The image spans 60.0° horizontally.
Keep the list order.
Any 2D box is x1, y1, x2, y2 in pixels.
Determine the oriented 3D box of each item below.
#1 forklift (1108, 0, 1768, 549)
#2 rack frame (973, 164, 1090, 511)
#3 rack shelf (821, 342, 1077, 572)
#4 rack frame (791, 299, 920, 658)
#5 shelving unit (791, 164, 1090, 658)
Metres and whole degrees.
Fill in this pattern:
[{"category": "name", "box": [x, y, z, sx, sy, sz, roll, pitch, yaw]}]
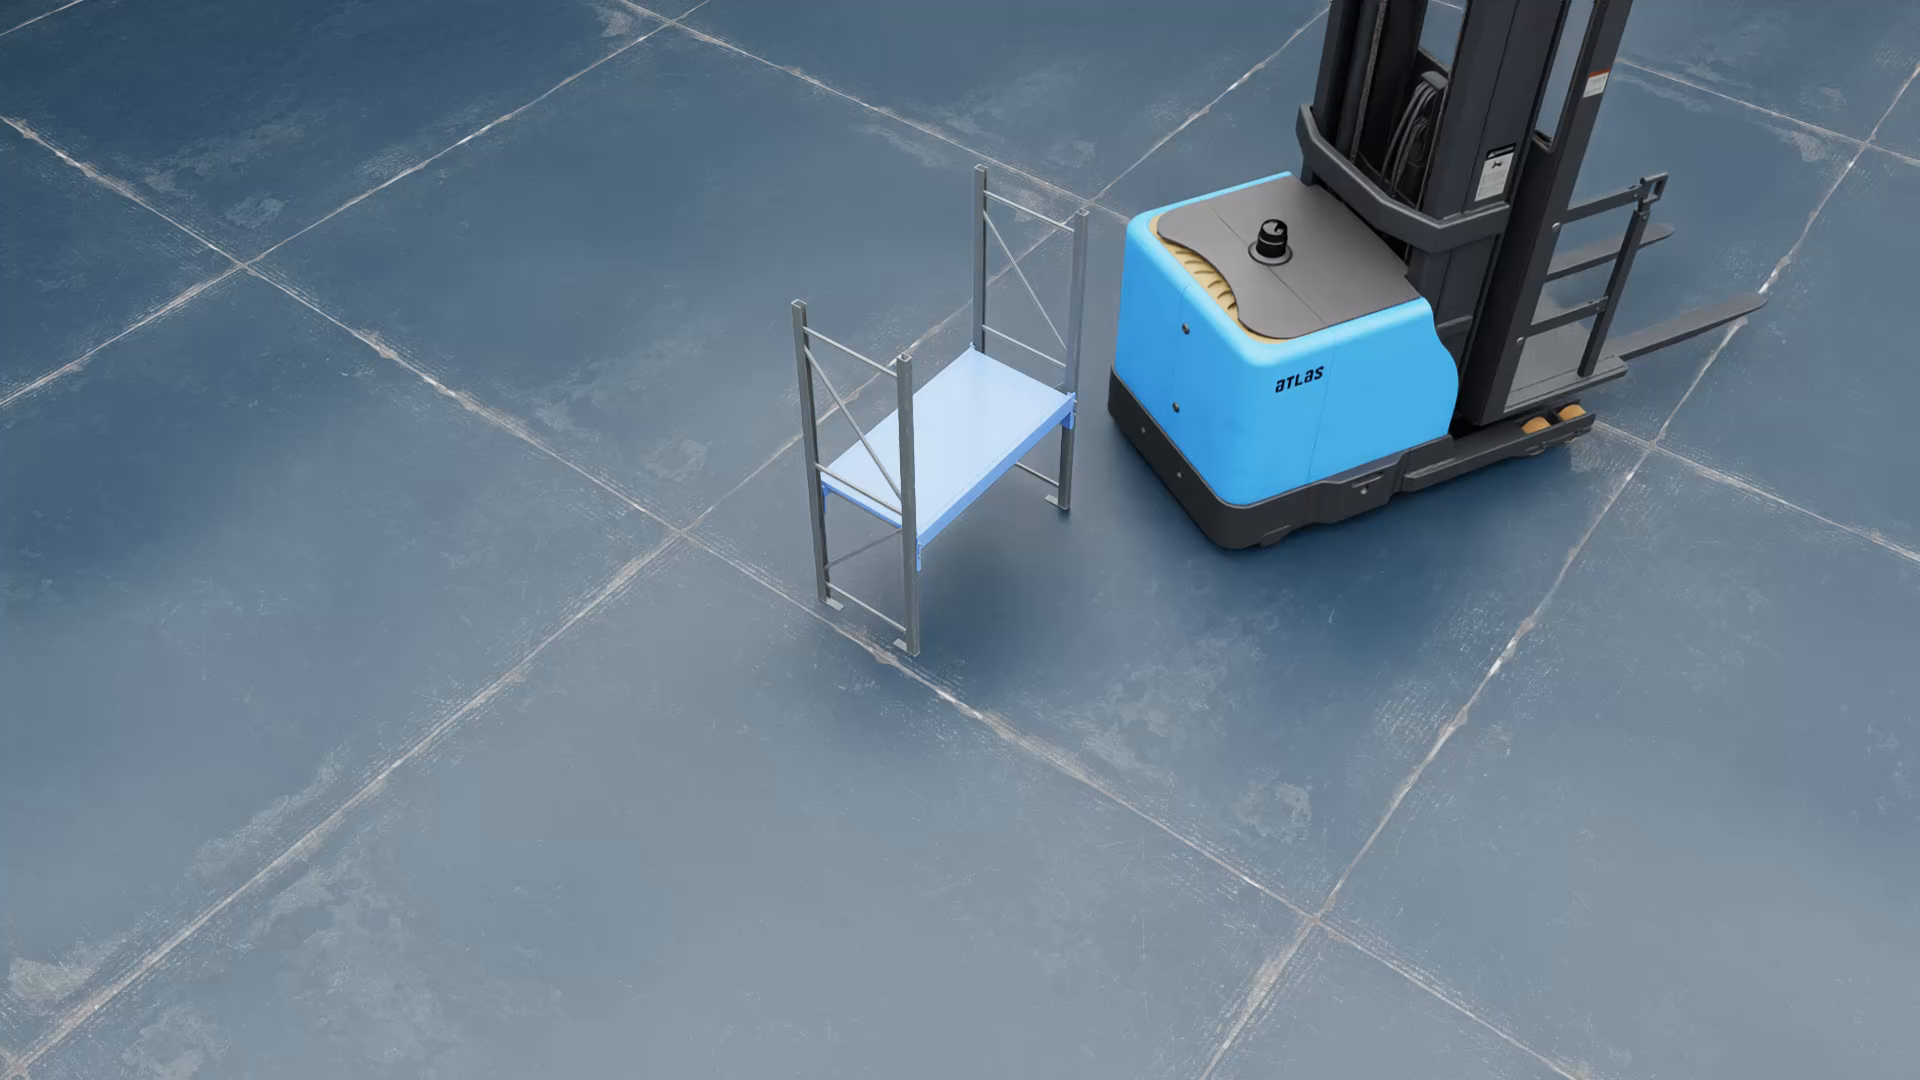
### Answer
[{"category": "forklift", "box": [2.213, -1.710, 6.522, 3.031, 2.935, 1.130, -19, 49, -17]}, {"category": "rack frame", "box": [0.259, -0.760, 6.604, 0.500, 1.500, 0.032, 29, 53, 25]}, {"category": "rack shelf", "box": [-0.052, -0.345, 6.456, 0.538, 0.185, 1.000, 29, 53, 25]}, {"category": "rack frame", "box": [-0.363, -0.178, 6.048, 0.500, 1.500, 0.032, 29, 53, 25]}, {"category": "shelving unit", "box": [-0.052, -0.469, 6.326, 0.538, 1.500, 1.048, 29, 53, 25]}]
